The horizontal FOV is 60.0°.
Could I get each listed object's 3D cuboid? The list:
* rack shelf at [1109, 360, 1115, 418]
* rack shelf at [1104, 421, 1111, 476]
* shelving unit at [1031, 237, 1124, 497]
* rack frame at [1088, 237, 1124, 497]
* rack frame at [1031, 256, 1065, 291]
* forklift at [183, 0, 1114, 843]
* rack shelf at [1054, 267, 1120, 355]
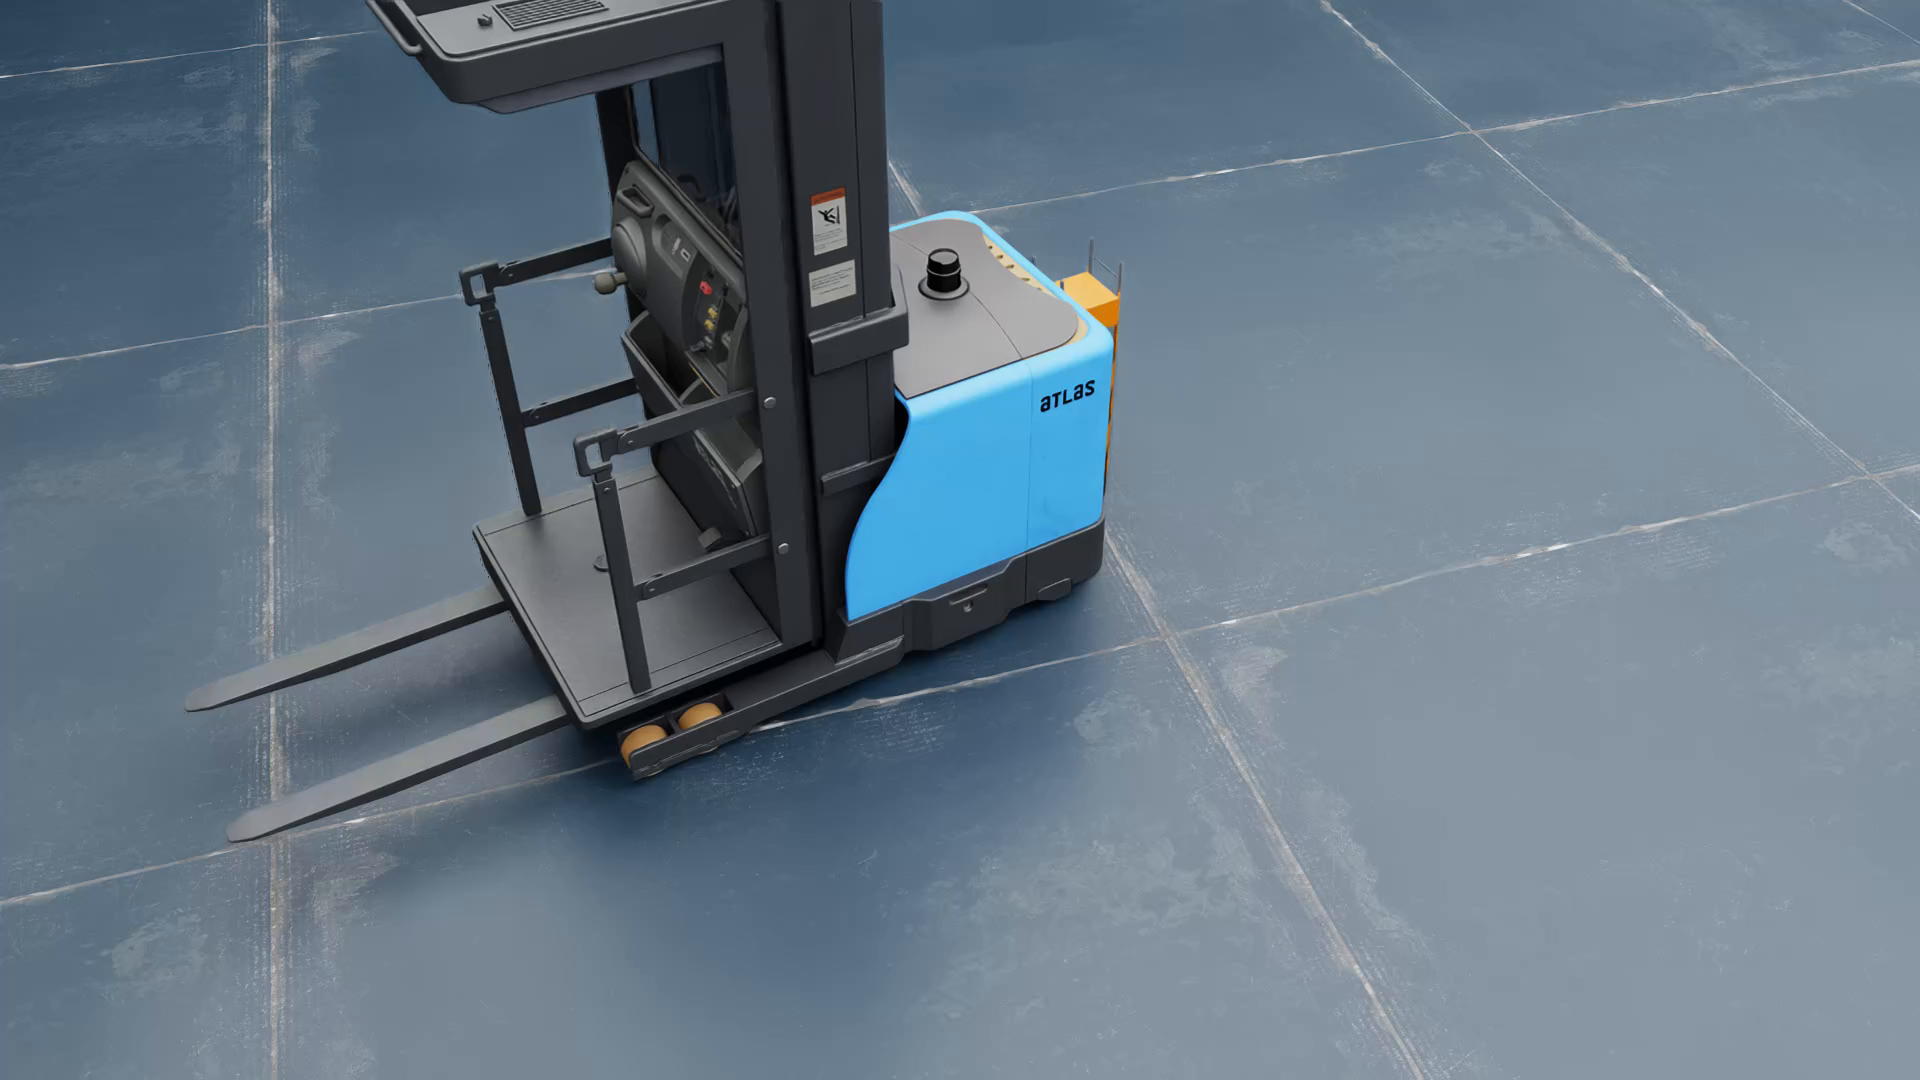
[{"bbox_3d":[0.408,-0.571,6.121,0.240,0.259,0.215,-21,45,-22],"label":"rack shelf"},{"bbox_3d":[0.408,-0.361,6.304,0.240,0.259,0.215,-21,45,-22],"label":"rack shelf"},{"bbox_3d":[0.408,-0.579,6.114,0.252,1.050,0.215,-21,45,-22],"label":"shelving unit"},{"bbox_3d":[0.513,-0.619,6.161,0.008,1.050,0.200,-21,45,-22],"label":"rack frame"},{"bbox_3d":[0.302,-0.538,6.068,0.008,1.050,0.200,-21,45,-22],"label":"rack frame"},{"bbox_3d":[-1.015,-0.740,4.869,3.031,2.935,1.130,-21,45,-22],"label":"forklift"},{"bbox_3d":[0.408,-0.784,5.935,0.240,0.259,0.215,-21,45,-22],"label":"rack shelf"}]
